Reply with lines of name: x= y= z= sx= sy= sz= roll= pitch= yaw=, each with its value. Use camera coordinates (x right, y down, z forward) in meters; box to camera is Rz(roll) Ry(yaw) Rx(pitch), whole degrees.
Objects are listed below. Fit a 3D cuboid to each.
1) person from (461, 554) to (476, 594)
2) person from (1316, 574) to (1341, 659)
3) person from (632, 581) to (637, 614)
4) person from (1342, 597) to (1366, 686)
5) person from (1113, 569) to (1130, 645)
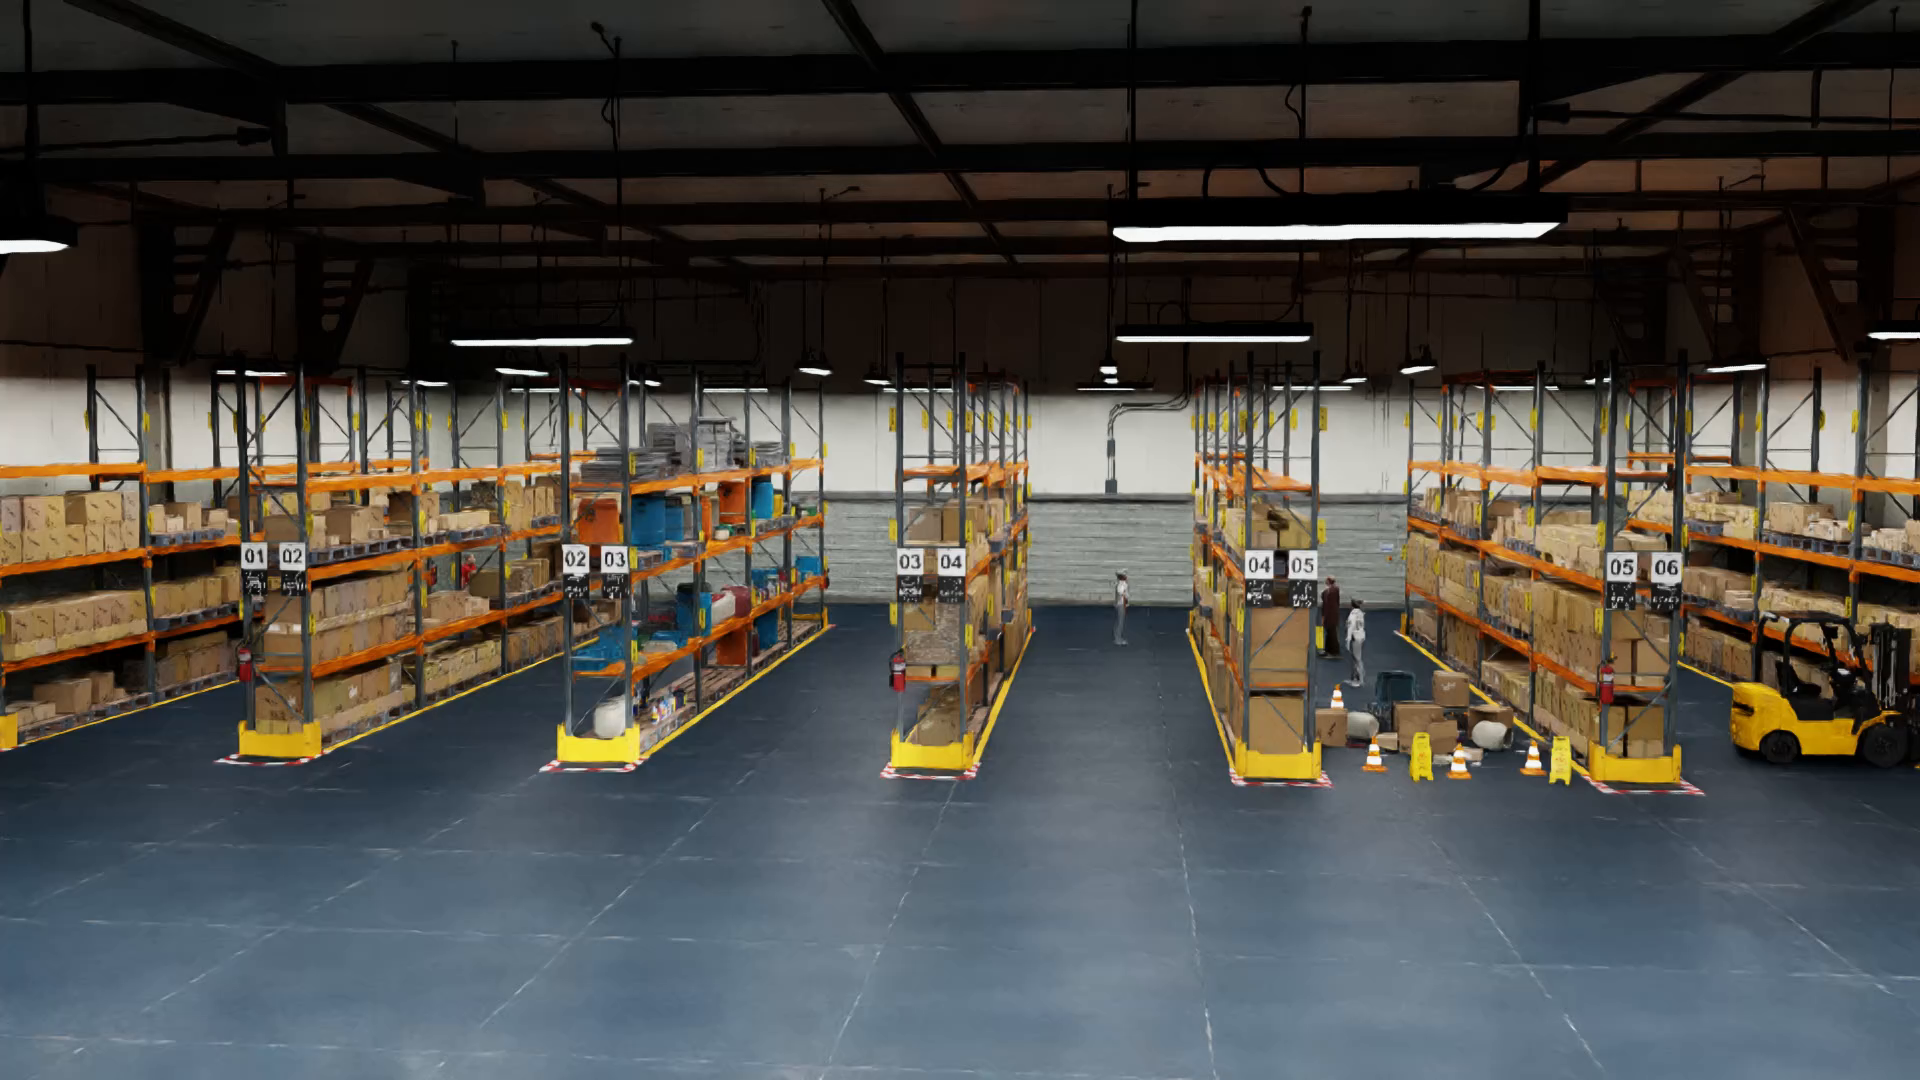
person: x=-12.114 y=1.203 z=41.123 sx=0.428 sy=1.731 sz=0.637 roll=2 pitch=4 yaw=24
person: x=7.787 y=1.602 z=35.110 sx=0.626 sy=1.774 sz=0.660 roll=3 pitch=5 yaw=33
person: x=-8.734 y=1.057 z=43.382 sx=0.587 sy=1.746 sz=0.967 roll=-1 pitch=4 yaw=-17
person: x=7.486 y=1.912 z=31.578 sx=0.542 sy=1.667 sz=0.572 roll=3 pitch=5 yaw=35
person: x=3.636 y=1.492 z=37.370 sx=0.375 sy=1.683 sz=0.570 roll=-1 pitch=4 yaw=-17
